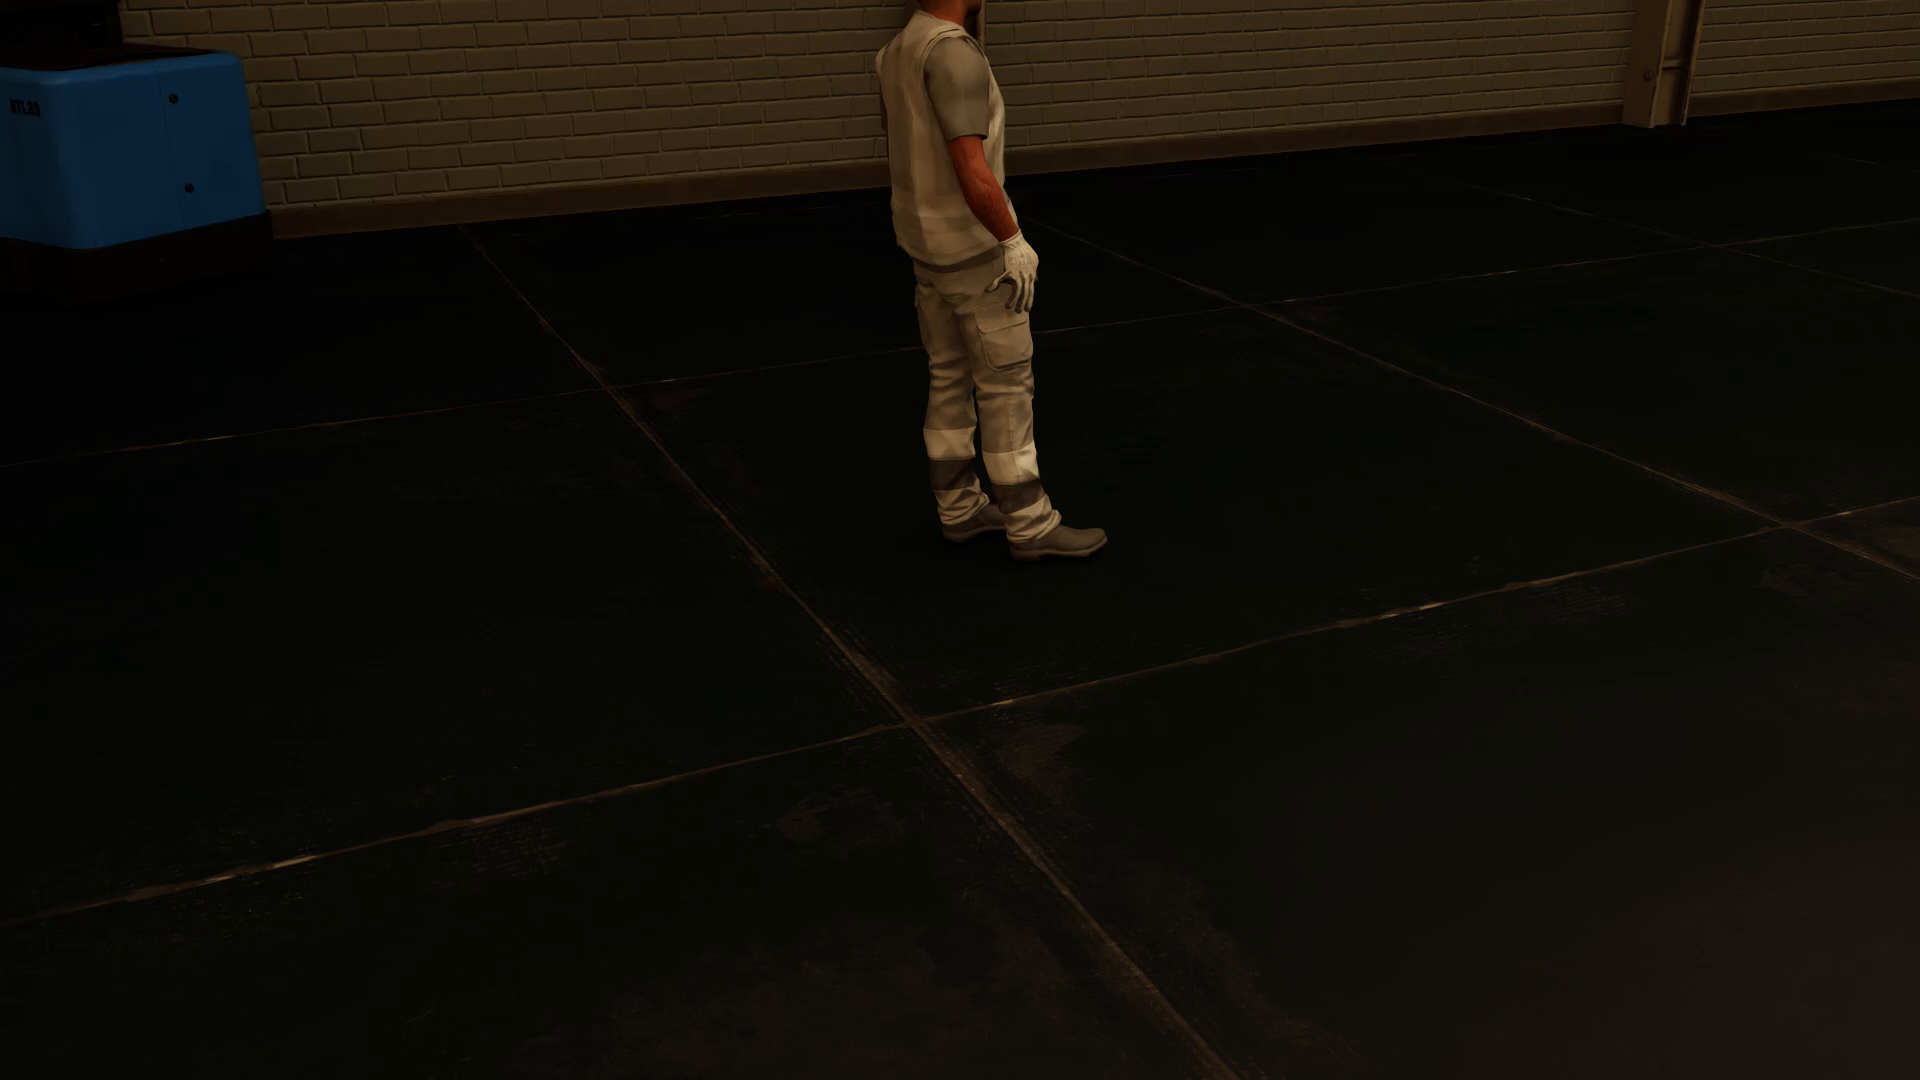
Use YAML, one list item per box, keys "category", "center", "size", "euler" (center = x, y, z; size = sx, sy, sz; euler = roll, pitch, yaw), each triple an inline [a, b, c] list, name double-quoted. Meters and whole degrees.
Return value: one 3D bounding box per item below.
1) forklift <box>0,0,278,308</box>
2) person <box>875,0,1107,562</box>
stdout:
- category: "forklift"
  center: [-4.931, -2.803, 8.035]
  size: [3.031, 2.935, 1.130]
  euler: [12, 26, 27]
- category: "person"
  center: [0.078, -0.842, 4.782]
  size: [0.564, 1.787, 0.637]
  euler: [-10, 25, -23]
